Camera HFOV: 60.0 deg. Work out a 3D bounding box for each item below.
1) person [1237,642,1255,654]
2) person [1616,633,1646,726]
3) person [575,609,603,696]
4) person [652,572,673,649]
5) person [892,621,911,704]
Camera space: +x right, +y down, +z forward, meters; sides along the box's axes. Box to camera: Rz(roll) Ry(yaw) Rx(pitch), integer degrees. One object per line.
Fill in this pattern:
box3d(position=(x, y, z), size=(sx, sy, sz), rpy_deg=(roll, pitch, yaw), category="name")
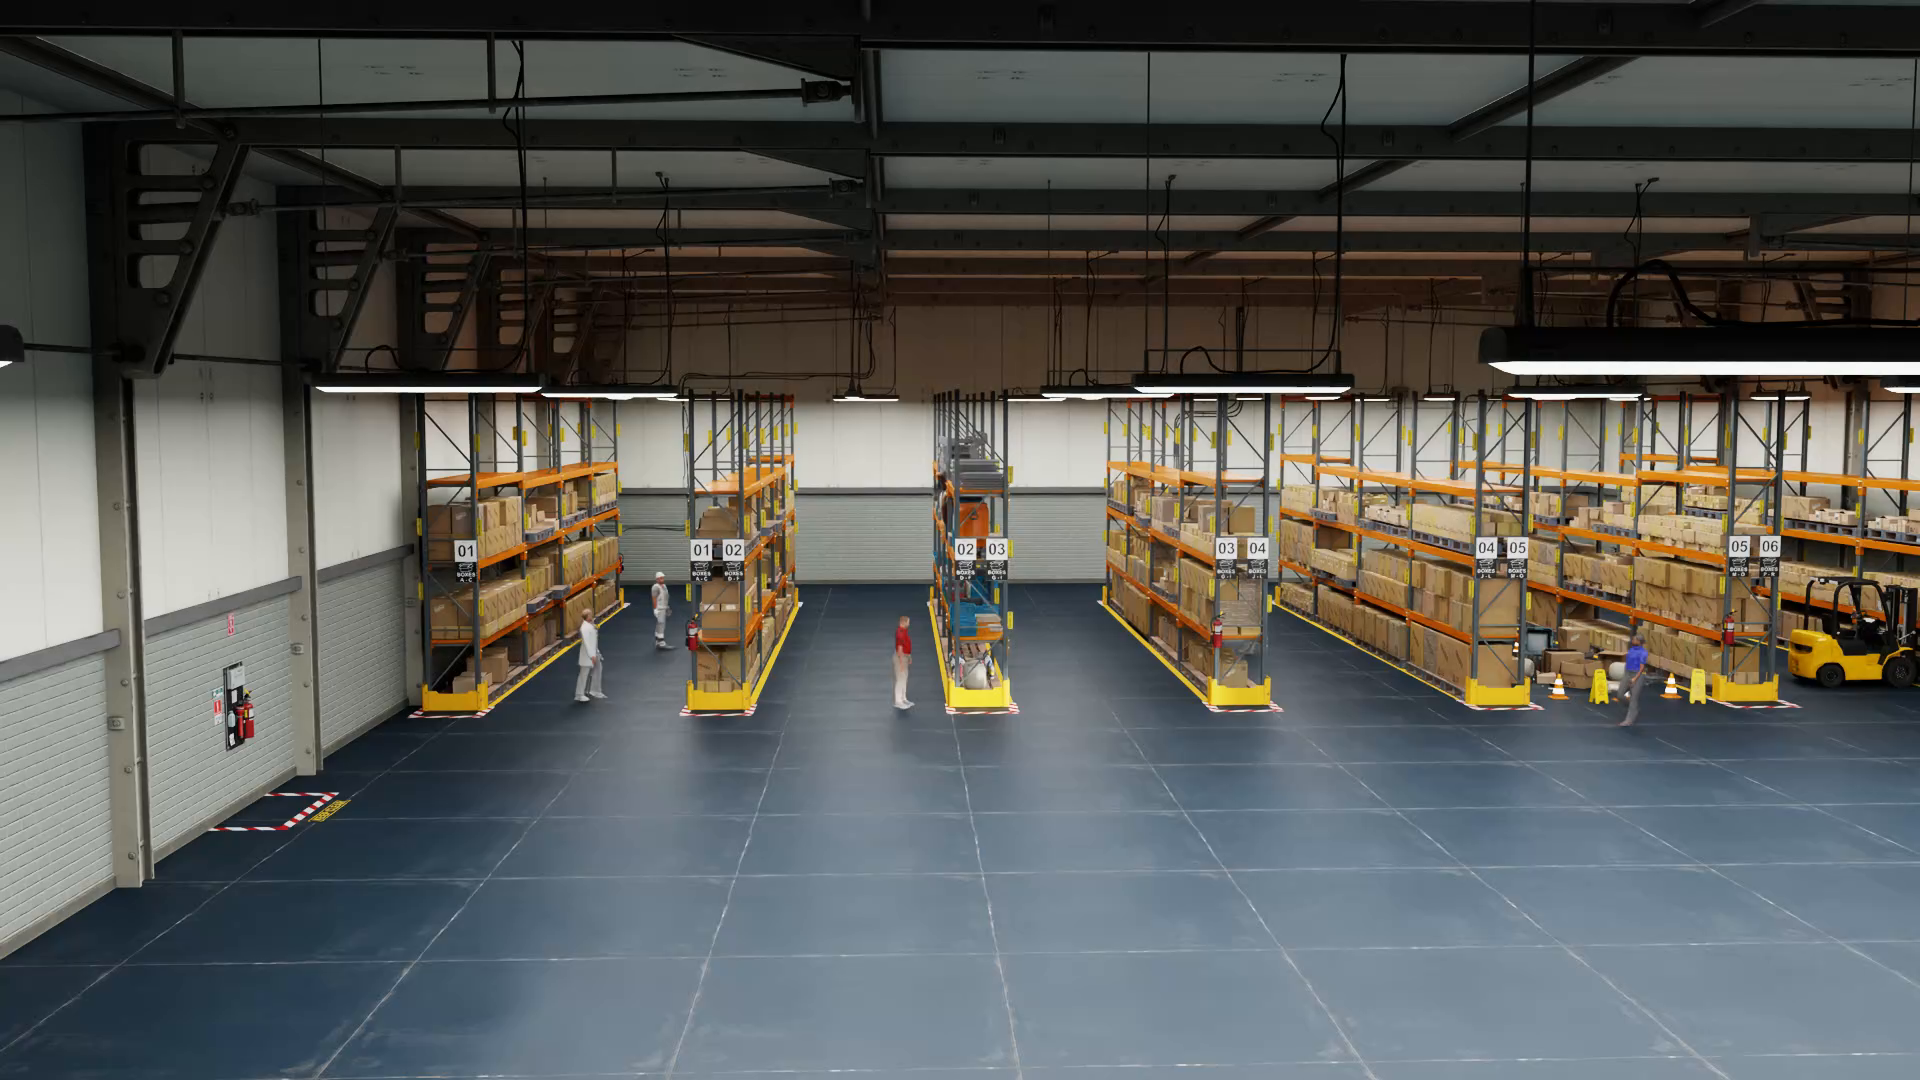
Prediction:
box3d(position=(6.631, 1.769, 38.185), size=(0.479, 1.693, 0.498), rpy_deg=(0, 5, 4), category="person")
box3d(position=(6.094, 0.986, 38.524), size=(1.376, 3.183, 21.903), rpy_deg=(-3, 5, -31), category="person")
box3d(position=(-7.171, 2.161, 32.179), size=(0.495, 1.683, 0.670), rpy_deg=(1, 5, 8), category="person")
box3d(position=(-6.975, 1.644, 39.060), size=(0.472, 1.789, 0.573), rpy_deg=(0, 5, 2), category="person")
box3d(position=(-1.106, 2.301, 31.473), size=(0.375, 1.563, 0.557), rpy_deg=(0, 5, -1), category="person")
